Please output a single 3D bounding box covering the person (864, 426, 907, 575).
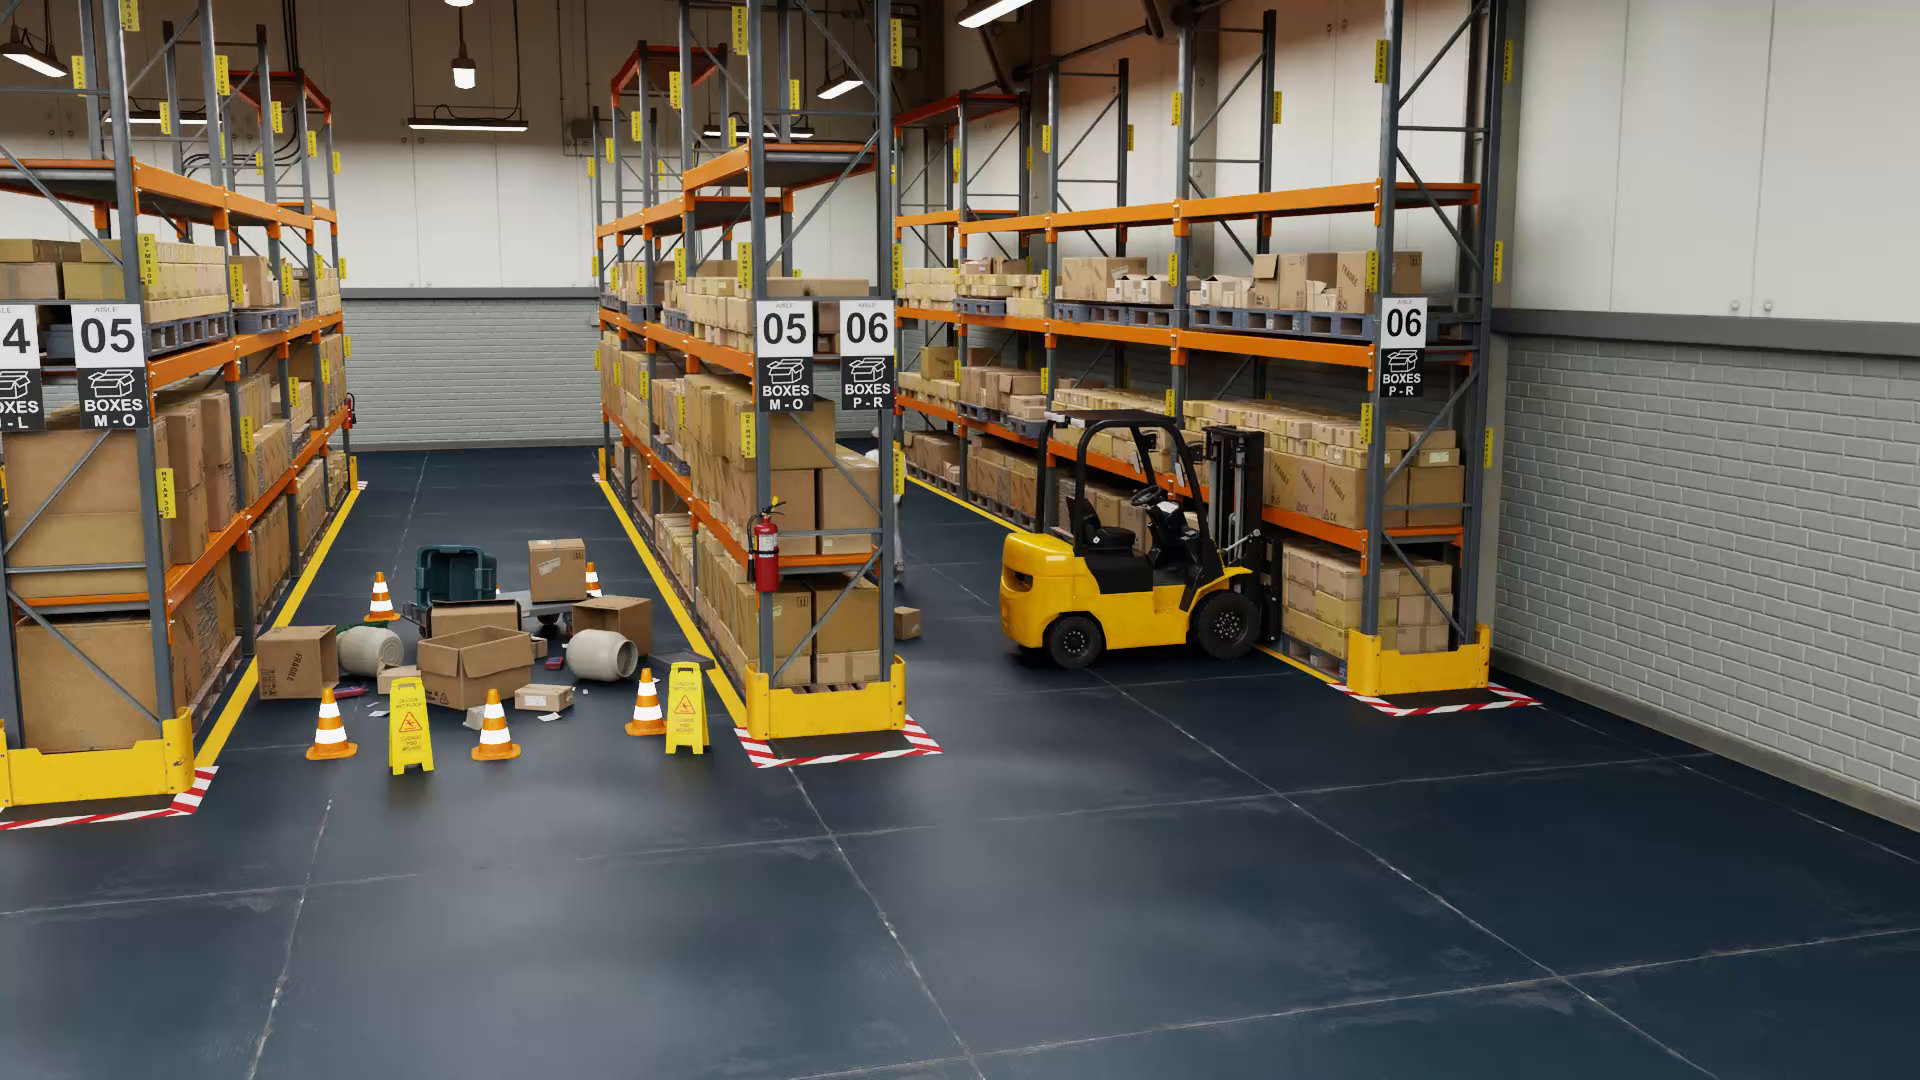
[{"bbox_3d":[-0.867,-0.438,18.512,0.560,1.724,0.993,-3,10,-16],"label":"person"}]
